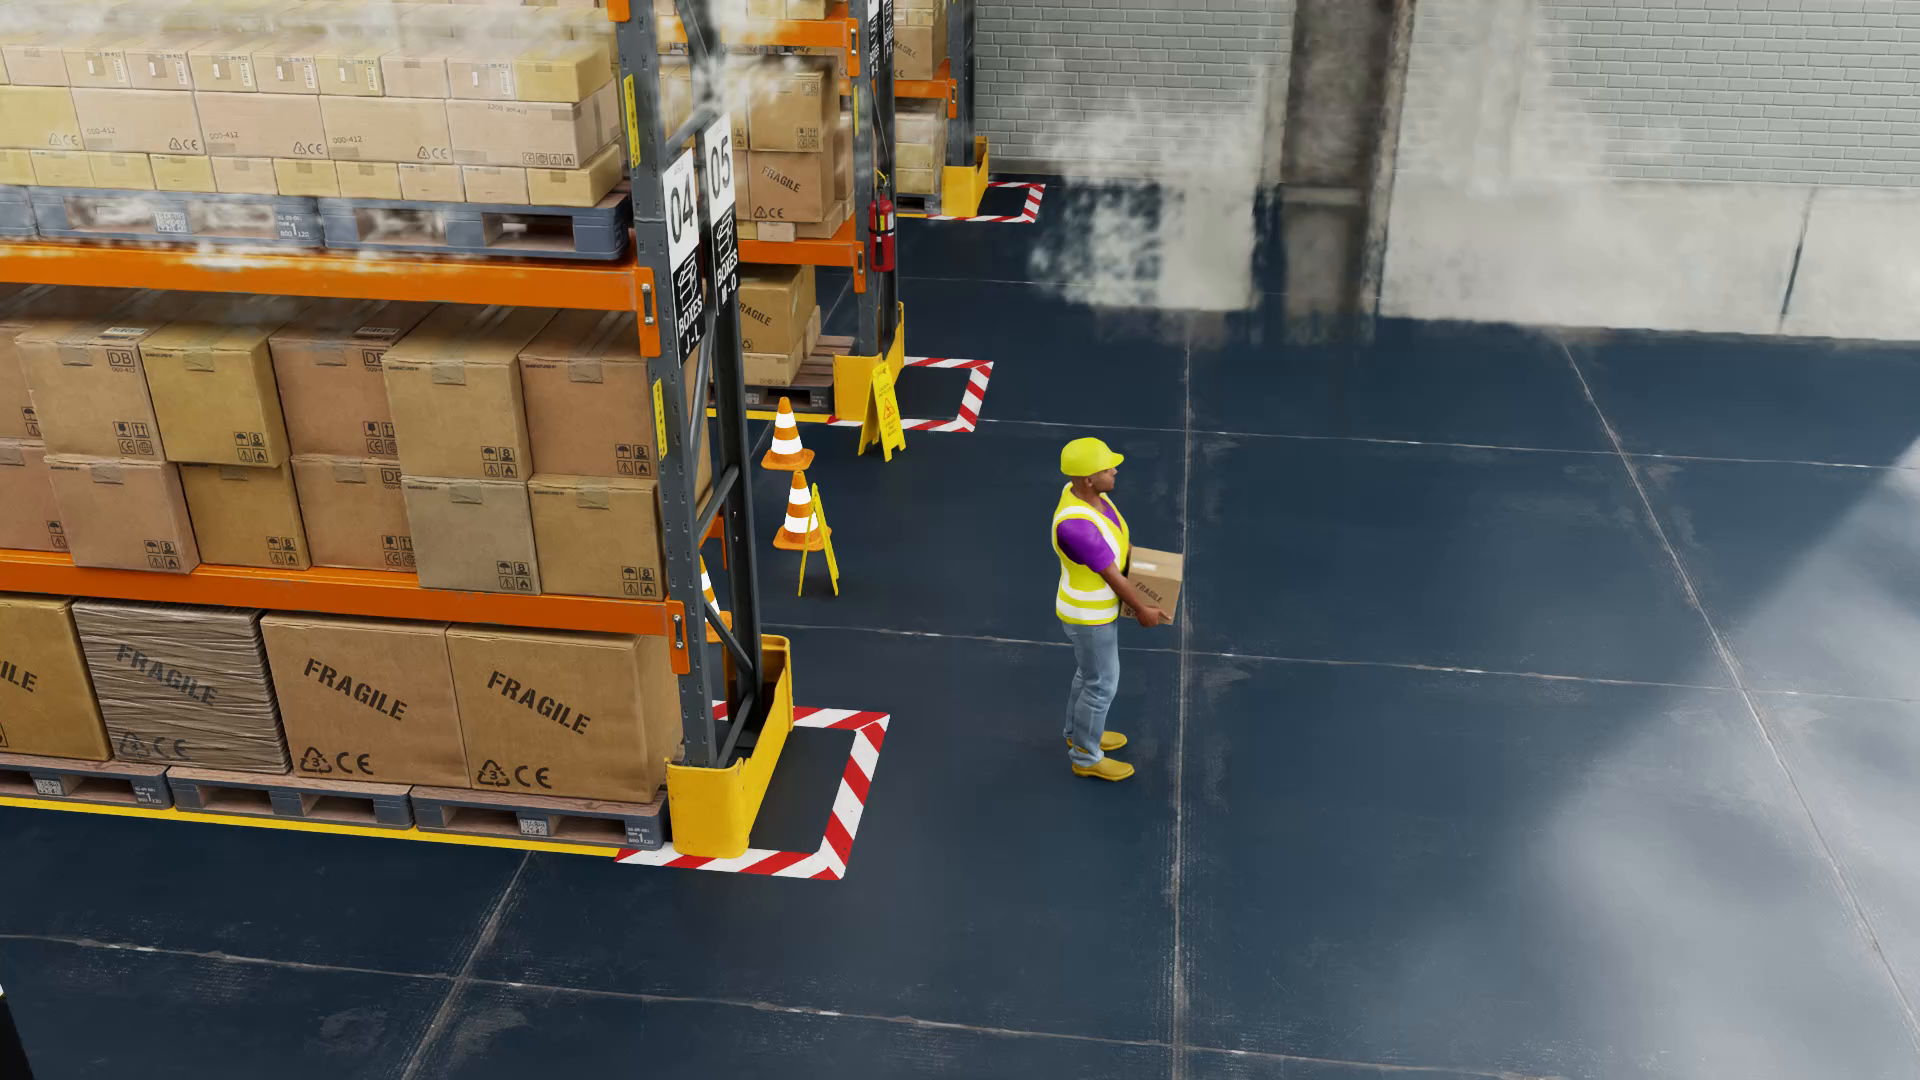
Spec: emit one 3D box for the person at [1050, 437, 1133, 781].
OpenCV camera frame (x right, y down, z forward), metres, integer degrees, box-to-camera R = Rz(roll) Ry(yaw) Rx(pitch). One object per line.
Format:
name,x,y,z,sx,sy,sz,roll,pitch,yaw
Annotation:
person,0.654,0.322,7.999,0.449,1.765,0.507,3,28,6
